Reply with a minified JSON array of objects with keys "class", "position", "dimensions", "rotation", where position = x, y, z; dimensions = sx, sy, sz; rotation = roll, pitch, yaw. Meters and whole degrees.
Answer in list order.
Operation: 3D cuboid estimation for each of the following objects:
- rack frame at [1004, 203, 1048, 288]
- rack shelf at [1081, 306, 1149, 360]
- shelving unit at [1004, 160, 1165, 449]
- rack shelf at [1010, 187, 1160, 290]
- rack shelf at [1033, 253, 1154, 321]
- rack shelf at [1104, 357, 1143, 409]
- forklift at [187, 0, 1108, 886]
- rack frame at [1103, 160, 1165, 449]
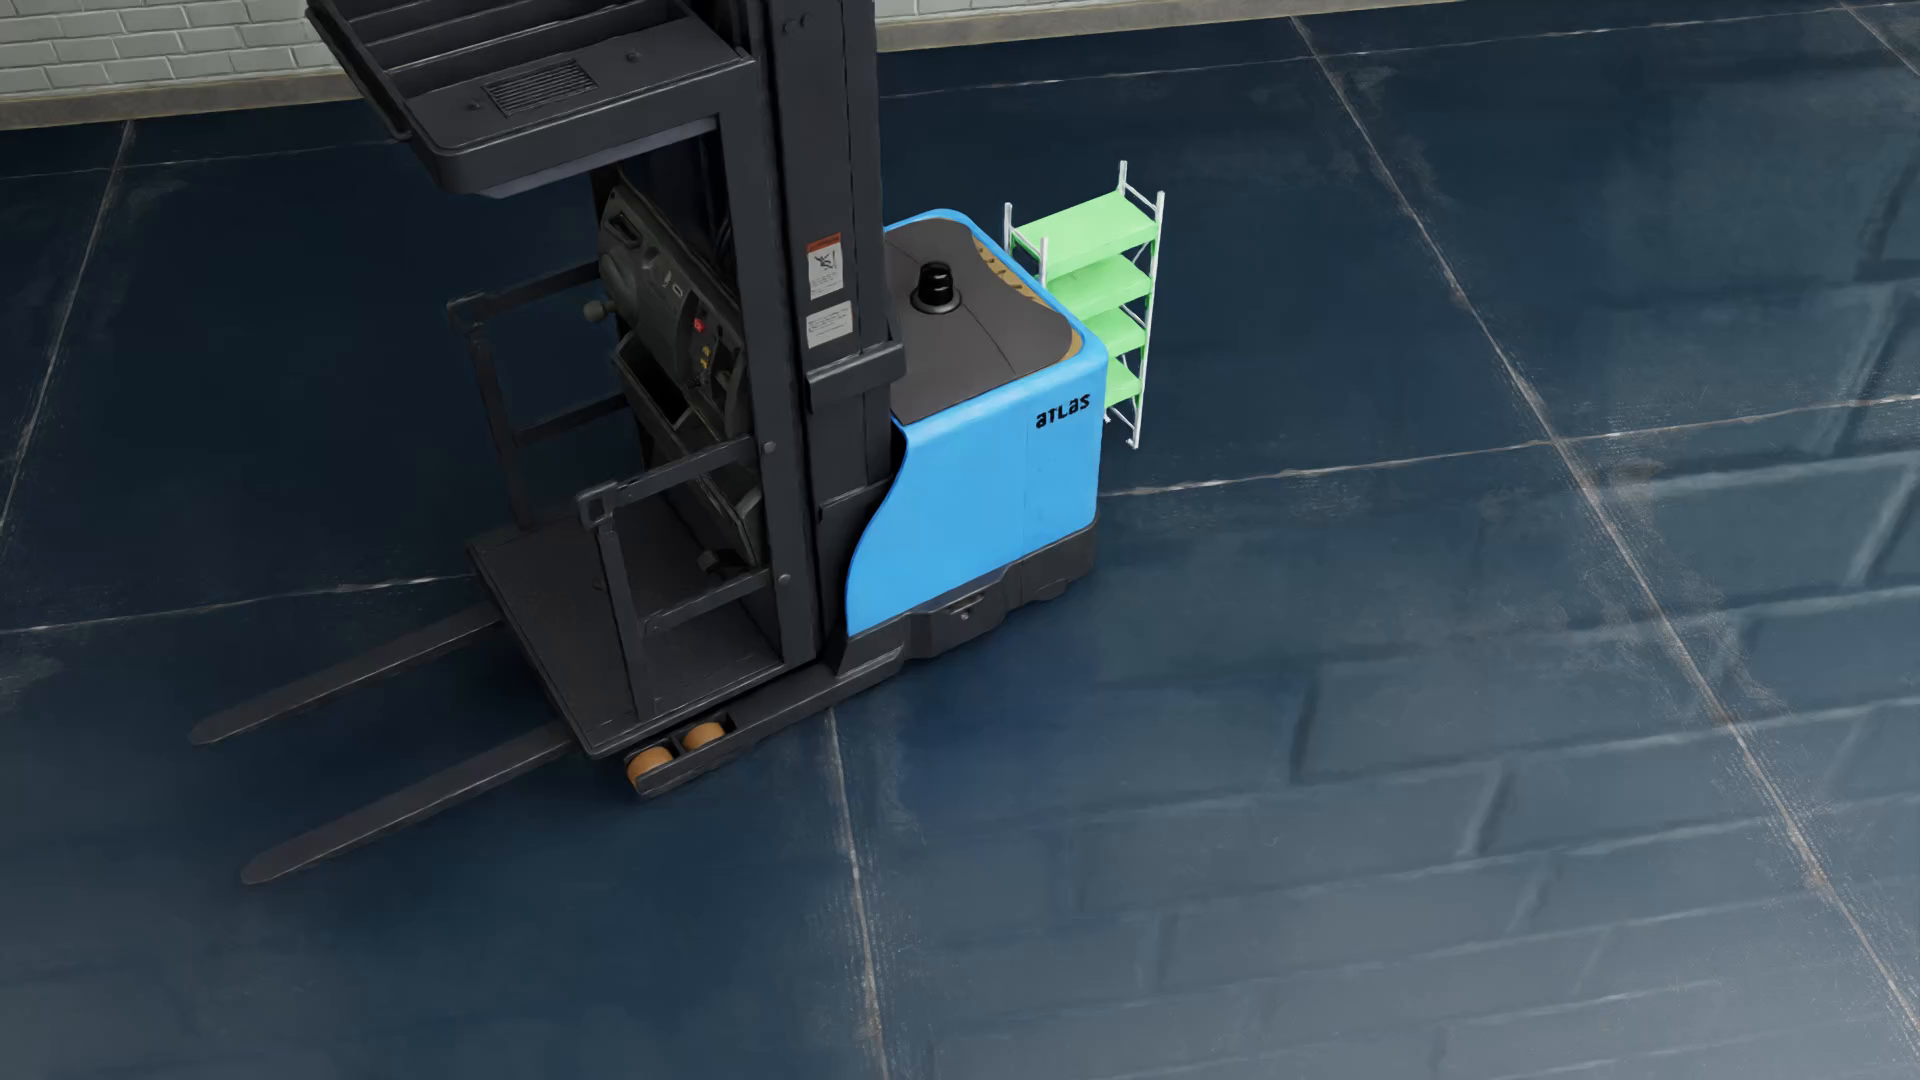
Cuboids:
[{"class":"rack frame","position":[0.224,-0.665,6.057],"dimensions":[0.015,1.200,0.240],"rotation":[-24,51,-22]},{"class":"rack shelf","position":[0.430,-0.714,6.194],"dimensions":[0.480,0.148,0.258],"rotation":[-24,51,-22]},{"class":"shelving unit","position":[0.430,-0.758,6.148],"dimensions":[0.503,1.200,0.258],"rotation":[-24,51,-22]},{"class":"rack shelf","position":[0.430,-1.047,5.848],"dimensions":[0.480,0.148,0.258],"rotation":[-24,51,-22]},{"class":"rack shelf","position":[0.430,-0.881,6.021],"dimensions":[0.480,0.148,0.258],"rotation":[-24,51,-22]},{"class":"rack shelf","position":[0.430,-0.548,6.366],"dimensions":[0.480,0.148,0.258],"rotation":[-24,51,-22]},{"class":"forklift","position":[-1.024,-0.617,4.809],"dimensions":[3.031,2.935,1.130],"rotation":[-24,51,-22]},{"class":"rack frame","position":[0.637,-0.852,6.238],"dimensions":[0.015,1.200,0.240],"rotation":[-24,51,-22]}]
